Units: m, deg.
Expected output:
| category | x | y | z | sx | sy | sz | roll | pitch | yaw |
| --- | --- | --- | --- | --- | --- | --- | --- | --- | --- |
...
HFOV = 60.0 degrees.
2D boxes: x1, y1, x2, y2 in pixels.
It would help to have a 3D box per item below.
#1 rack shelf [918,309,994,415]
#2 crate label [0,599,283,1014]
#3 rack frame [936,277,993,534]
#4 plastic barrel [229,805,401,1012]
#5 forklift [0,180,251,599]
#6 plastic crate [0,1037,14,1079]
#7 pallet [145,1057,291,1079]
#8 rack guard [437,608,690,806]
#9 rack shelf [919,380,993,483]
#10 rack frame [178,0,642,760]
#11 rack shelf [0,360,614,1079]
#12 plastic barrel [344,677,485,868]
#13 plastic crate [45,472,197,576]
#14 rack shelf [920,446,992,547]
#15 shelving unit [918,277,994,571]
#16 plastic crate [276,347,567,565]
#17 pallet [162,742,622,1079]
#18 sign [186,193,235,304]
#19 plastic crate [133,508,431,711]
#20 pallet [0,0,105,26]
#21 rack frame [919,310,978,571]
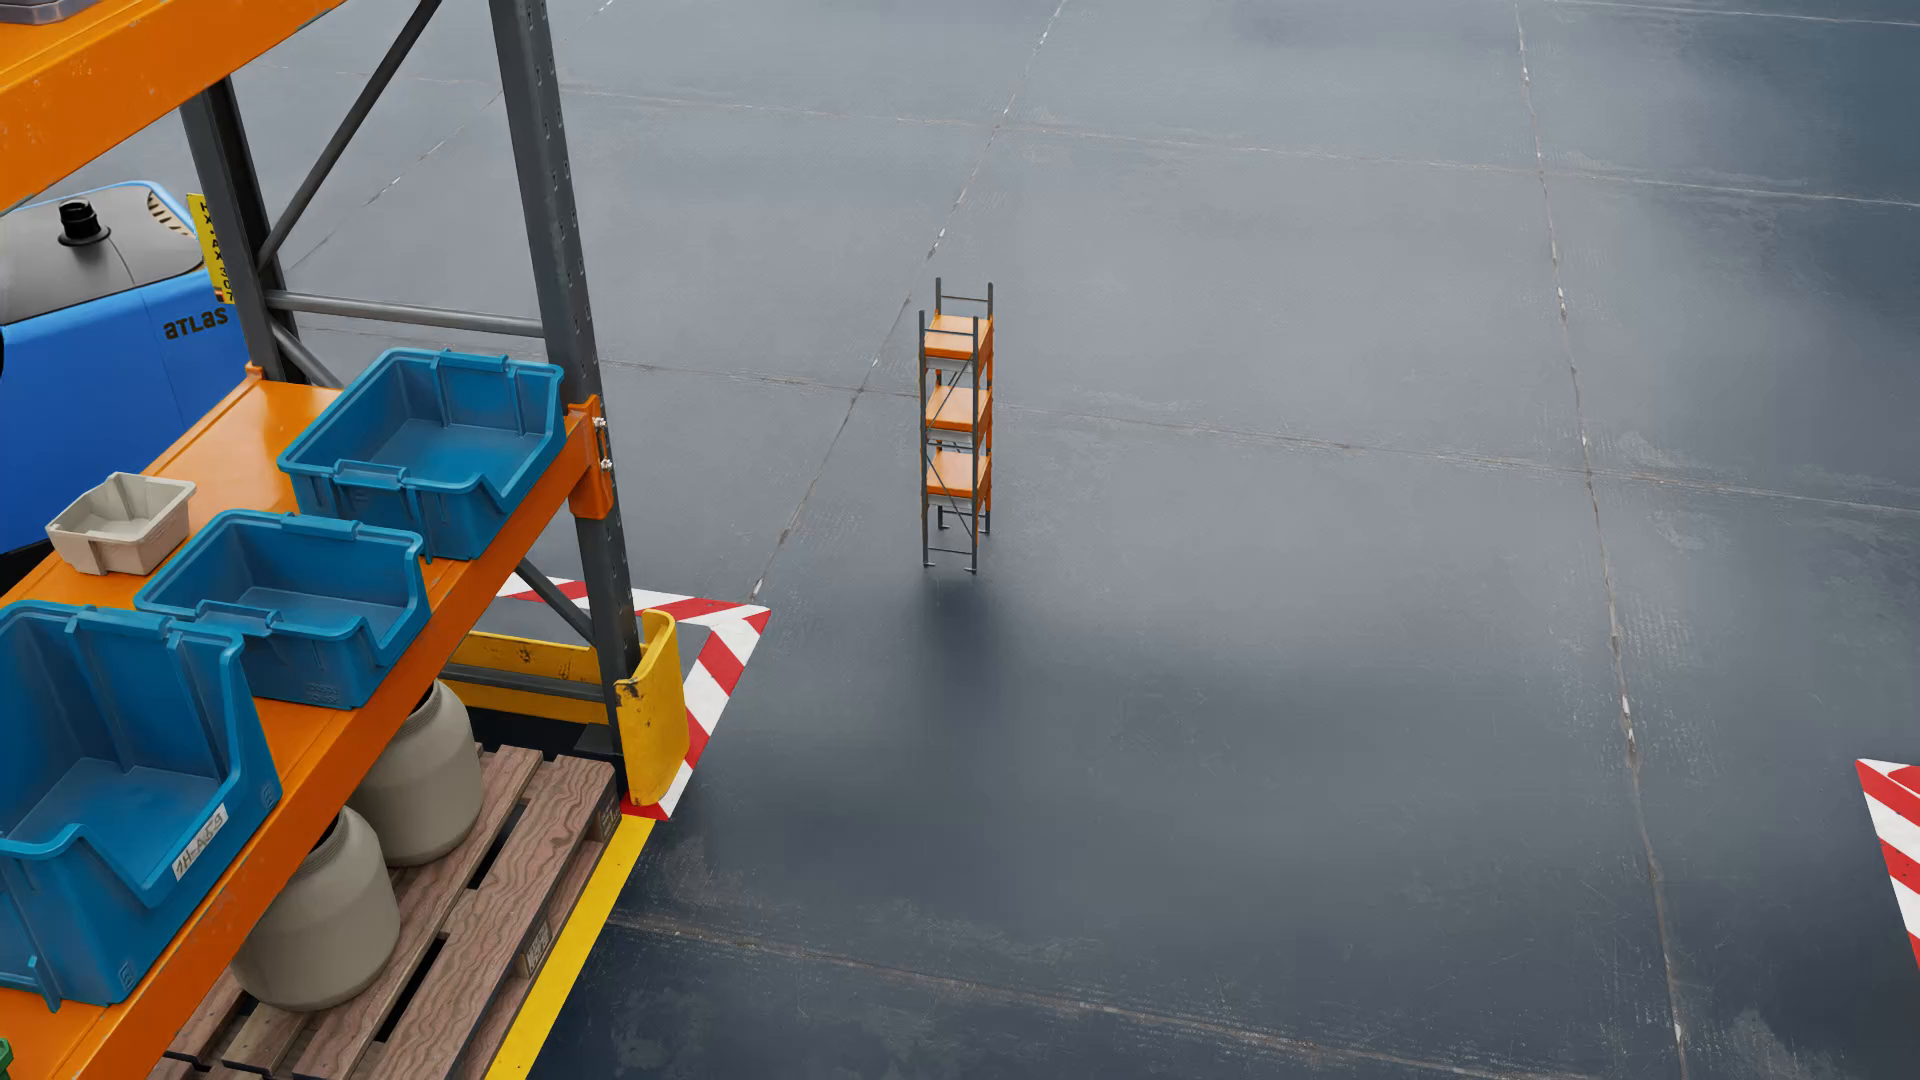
| category | x | y | z | sx | sy | sz | roll | pitch | yaw |
| --- | --- | --- | --- | --- | --- | --- | --- | --- | --- |
| rack shelf | -0.011 | -0.616 | 5.739 | 0.215 | 0.259 | 0.240 | 7 | 37 | 10 |
| crate label | -1.621 | 0.466 | 3.021 | 0.502 | 0.435 | 0.616 | 7 | 37 | 10 |
| rack frame | 0.015 | -0.464 | 5.996 | 0.200 | 1.050 | 0.008 | 7 | 37 | 10 |
| plastic barrel | -1.665 | 0.903 | 4.210 | 0.421 | 0.512 | 0.421 | 0 | 36 | 0 |
| forklift | -3.943 | -0.948 | 5.060 | 3.031 | 2.935 | 1.130 | -25 | 43 | -31 |
| plastic crate | -1.780 | 1.028 | 2.457 | 0.450 | 0.188 | 0.662 | 7 | 37 | 10 |
| pallet | -1.904 | 1.732 | 3.680 | 1.003 | 0.211 | 1.213 | 7 | 37 | 10 |
| rack guard | -1.462 | 0.453 | 5.199 | 1.175 | 0.500 | 0.348 | 7 | 37 | 10 |
| rack shelf | -0.011 | -0.386 | 5.906 | 0.215 | 0.259 | 0.240 | 7 | 37 | 10 |
| rack frame | -1.492 | -0.609 | 4.534 | 1.000 | 3.000 | 0.127 | 7 | 37 | 10 |
| rack shelf | -1.919 | 0.829 | 3.163 | 1.077 | 0.370 | 4.000 | 7 | 37 | 10 |
| plastic barrel | -1.558 | 0.616 | 4.607 | 0.421 | 0.512 | 0.421 | 0 | 36 | 0 |
| plastic crate | -1.997 | -0.029 | 3.959 | 0.298 | 0.136 | 0.250 | 7 | 37 | 10 |
| rack shelf | -0.011 | -0.161 | 6.069 | 0.215 | 0.259 | 0.240 | 7 | 37 | 10 |
| shelving unit | -0.011 | -0.394 | 5.900 | 0.215 | 1.050 | 0.252 | 7 | 37 | 10 |
| plastic crate | -1.306 | -0.224 | 4.130 | 0.499 | 0.251 | 0.616 | 7 | 37 | 10 |
| pallet | -1.641 | 1.035 | 4.642 | 1.003 | 0.211 | 1.213 | 7 | 37 | 10 |
| sign | -2.028 | -0.792 | 4.551 | 0.100 | 0.325 | 0.005 | 7 | 37 | 10 |
| plastic crate | -1.451 | 0.148 | 3.617 | 0.499 | 0.251 | 0.408 | 7 | 37 | 10 |
| pallet | -1.764 | -1.285 | 3.071 | 1.003 | 0.211 | 1.213 | 7 | 37 | 10 |
| rack frame | -0.038 | -0.324 | 5.803 | 0.200 | 1.050 | 0.008 | 7 | 37 | 10 |
